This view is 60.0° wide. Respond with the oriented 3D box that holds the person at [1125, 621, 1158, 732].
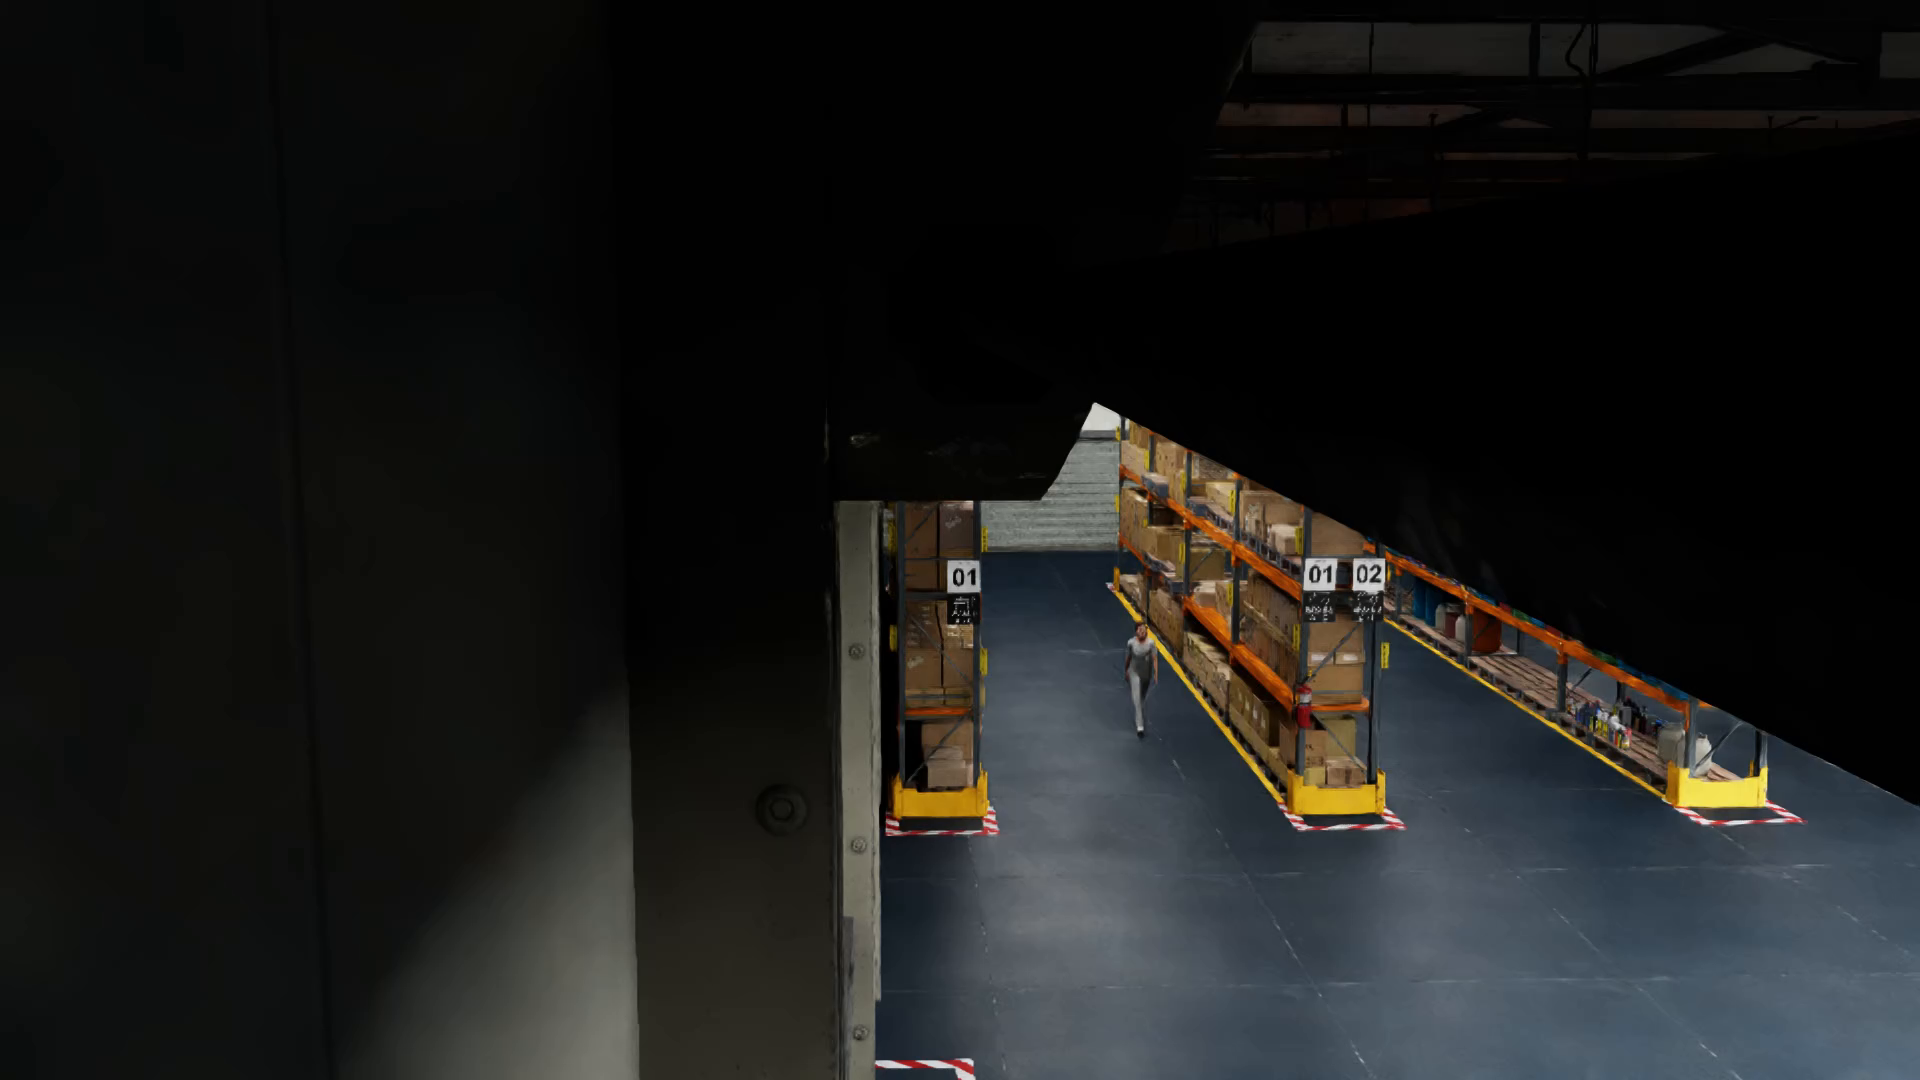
[{"bbox_3d":[2.703,1.986,24.697,0.453,1.613,1.019,-1,8,-3],"label":"person"}]
